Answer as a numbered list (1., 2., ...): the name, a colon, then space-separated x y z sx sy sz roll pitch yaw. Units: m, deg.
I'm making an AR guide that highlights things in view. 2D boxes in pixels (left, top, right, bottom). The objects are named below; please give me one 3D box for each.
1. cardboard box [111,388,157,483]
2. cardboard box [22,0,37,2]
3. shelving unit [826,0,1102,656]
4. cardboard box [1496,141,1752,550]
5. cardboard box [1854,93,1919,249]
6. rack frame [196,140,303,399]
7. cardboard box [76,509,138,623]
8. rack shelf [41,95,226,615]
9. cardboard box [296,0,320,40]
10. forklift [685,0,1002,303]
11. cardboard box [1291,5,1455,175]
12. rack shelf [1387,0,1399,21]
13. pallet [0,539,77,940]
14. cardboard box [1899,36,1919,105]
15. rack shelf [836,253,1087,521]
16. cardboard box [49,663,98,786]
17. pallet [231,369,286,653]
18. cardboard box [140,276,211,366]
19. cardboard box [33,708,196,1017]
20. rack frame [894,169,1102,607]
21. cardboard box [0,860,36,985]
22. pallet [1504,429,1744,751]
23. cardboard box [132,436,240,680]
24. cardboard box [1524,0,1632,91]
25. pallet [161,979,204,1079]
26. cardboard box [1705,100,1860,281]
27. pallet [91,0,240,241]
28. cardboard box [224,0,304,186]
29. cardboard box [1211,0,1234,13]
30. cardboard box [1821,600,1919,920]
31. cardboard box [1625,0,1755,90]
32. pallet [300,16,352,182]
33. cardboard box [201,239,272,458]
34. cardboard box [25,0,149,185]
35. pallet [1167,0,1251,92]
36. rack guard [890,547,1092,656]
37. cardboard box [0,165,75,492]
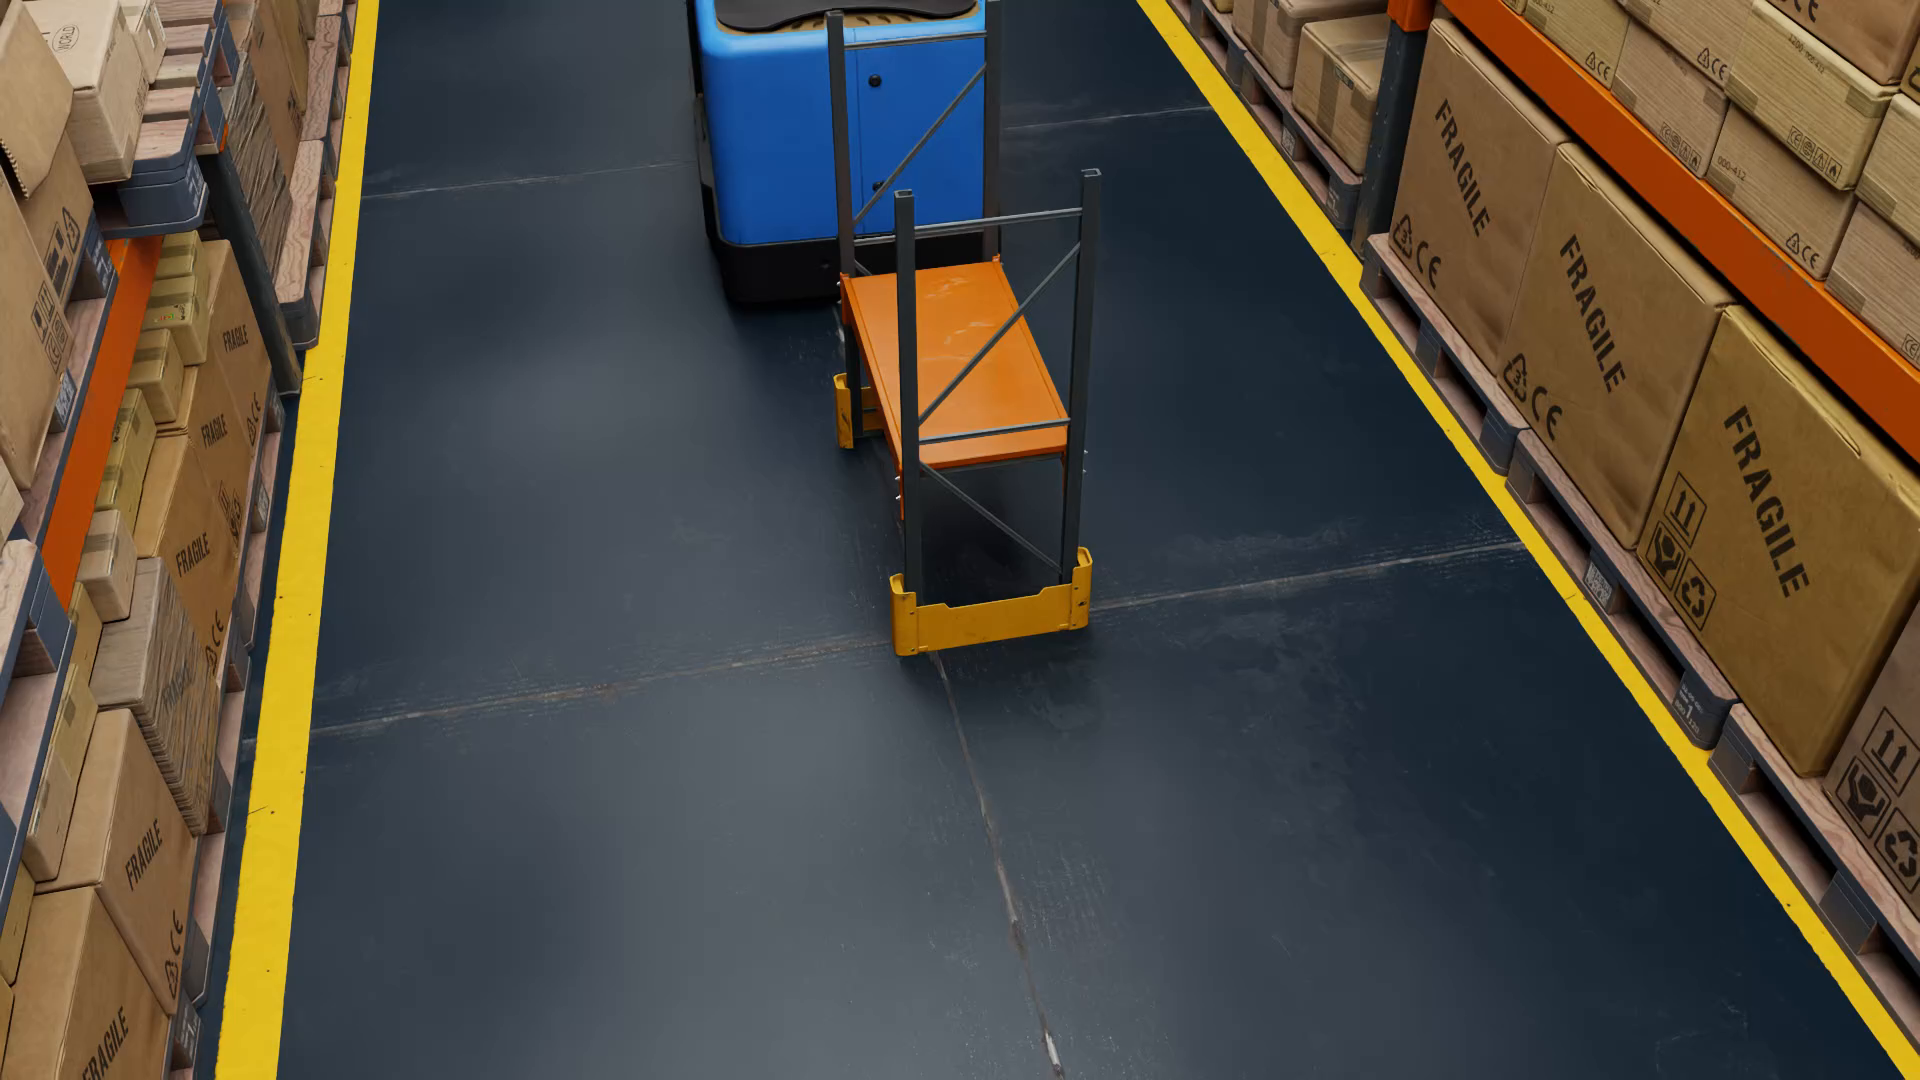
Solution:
1. cardboard box: -2.340 -0.248 4.348 0.380 0.149 0.250 -7 42 -8
2. cardboard box: -2.667 -1.861 5.200 0.500 0.250 0.500 -8 42 -9
3. shelving unit: -0.016 -0.610 4.808 0.587 1.500 1.083 -8 42 -9
4. cardboard box: 2.293 -0.632 4.987 0.875 0.875 0.875 -8 42 -9
5. cardboard box: 2.335 -0.755 3.577 0.500 0.250 0.500 -7 42 -8
6. rack frame: -2.809 -1.594 4.787 1.000 3.000 0.127 -8 42 -9
7. cardboard box: -2.197 0.088 3.969 0.380 0.149 0.250 -10 43 -11
8. rack shelf: -2.378 -0.029 3.565 1.077 0.370 4.000 -8 42 -9
9. cardboard box: -3.389 -2.615 7.409 0.875 0.625 0.625 -9 42 -10
10. forklift: -0.605 -2.954 6.370 1.130 2.935 3.031 -7 42 -7
11. cardboard box: 1.924 -1.850 6.738 0.950 0.372 0.625 -11 43 -12
12. rack shelf: 1.605 -3.335 7.290 1.077 0.370 4.000 -8 42 -9
13. pallet: -2.012 0.537 2.531 1.003 0.211 1.213 -8 42 -9
14. cardboard box: 2.349 -1.046 3.340 0.500 0.500 0.500 -7 42 -8
15. rack shelf: -0.018 -0.482 4.934 0.538 0.185 1.000 -8 42 -9
16. cardboard box: -2.107 0.426 3.589 0.380 0.149 0.250 -7 42 -8
17. pallet: -2.685 -0.062 5.161 1.003 0.211 1.213 -8 42 -9
18. cardboard box: -2.366 -0.603 4.748 0.380 0.149 0.250 -10 43 -12
19. cardboard box: -2.059 0.763 3.698 0.500 0.500 0.500 -10 42 -11
20. rack frame: 0.091 -0.287 4.443 0.500 1.500 0.032 -8 42 -9
21. cardboard box: -2.038 0.754 3.219 0.380 0.149 0.250 -9 42 -10
22. pallet: 2.393 0.046 5.039 1.003 0.211 1.213 -8 42 -9
23. cardboard box: -2.295 0.091 4.454 0.500 0.500 0.500 -7 42 -7
24. cardboard box: 2.025 -1.568 4.870 0.500 0.250 0.500 -9 42 -11
25. pallet: -2.158 1.520 3.379 1.003 0.211 1.213 -8 42 -9
26. cardboard box: 2.242 -0.908 4.126 0.500 0.250 0.500 -8 42 -9
27. pallet: -2.594 -1.093 4.367 1.213 0.211 1.003 -8 42 -9
28. cardboard box: -3.079 -1.692 6.369 0.875 0.625 0.625 -7 42 -8
29. cardboard box: 1.599 -2.820 7.830 0.950 0.372 0.625 -7 42 -8
30. cardboard box: 2.688 0.532 3.675 0.875 0.875 0.875 -7 42 -8
31. cardboard box: 2.111 -1.415 4.321 0.500 0.250 0.500 -8 42 -9
32. pallet: -3.209 -1.880 7.209 1.003 0.211 1.213 -8 42 -9
33. cardboard box: -2.508 -0.573 5.203 0.500 0.500 0.500 -7 42 -8
34. cardboard box: -2.266 -1.058 3.979 0.500 0.250 0.500 -10 43 -11
35. pallet: 1.609 -2.561 7.976 1.003 0.211 1.213 -8 42 -9
36. rack guard: 0.091 0.180 4.859 0.587 0.250 0.087 -8 42 -9
37. cardboard box: -2.113 -0.386 3.034 0.700 0.500 0.500 -9 42 -10
